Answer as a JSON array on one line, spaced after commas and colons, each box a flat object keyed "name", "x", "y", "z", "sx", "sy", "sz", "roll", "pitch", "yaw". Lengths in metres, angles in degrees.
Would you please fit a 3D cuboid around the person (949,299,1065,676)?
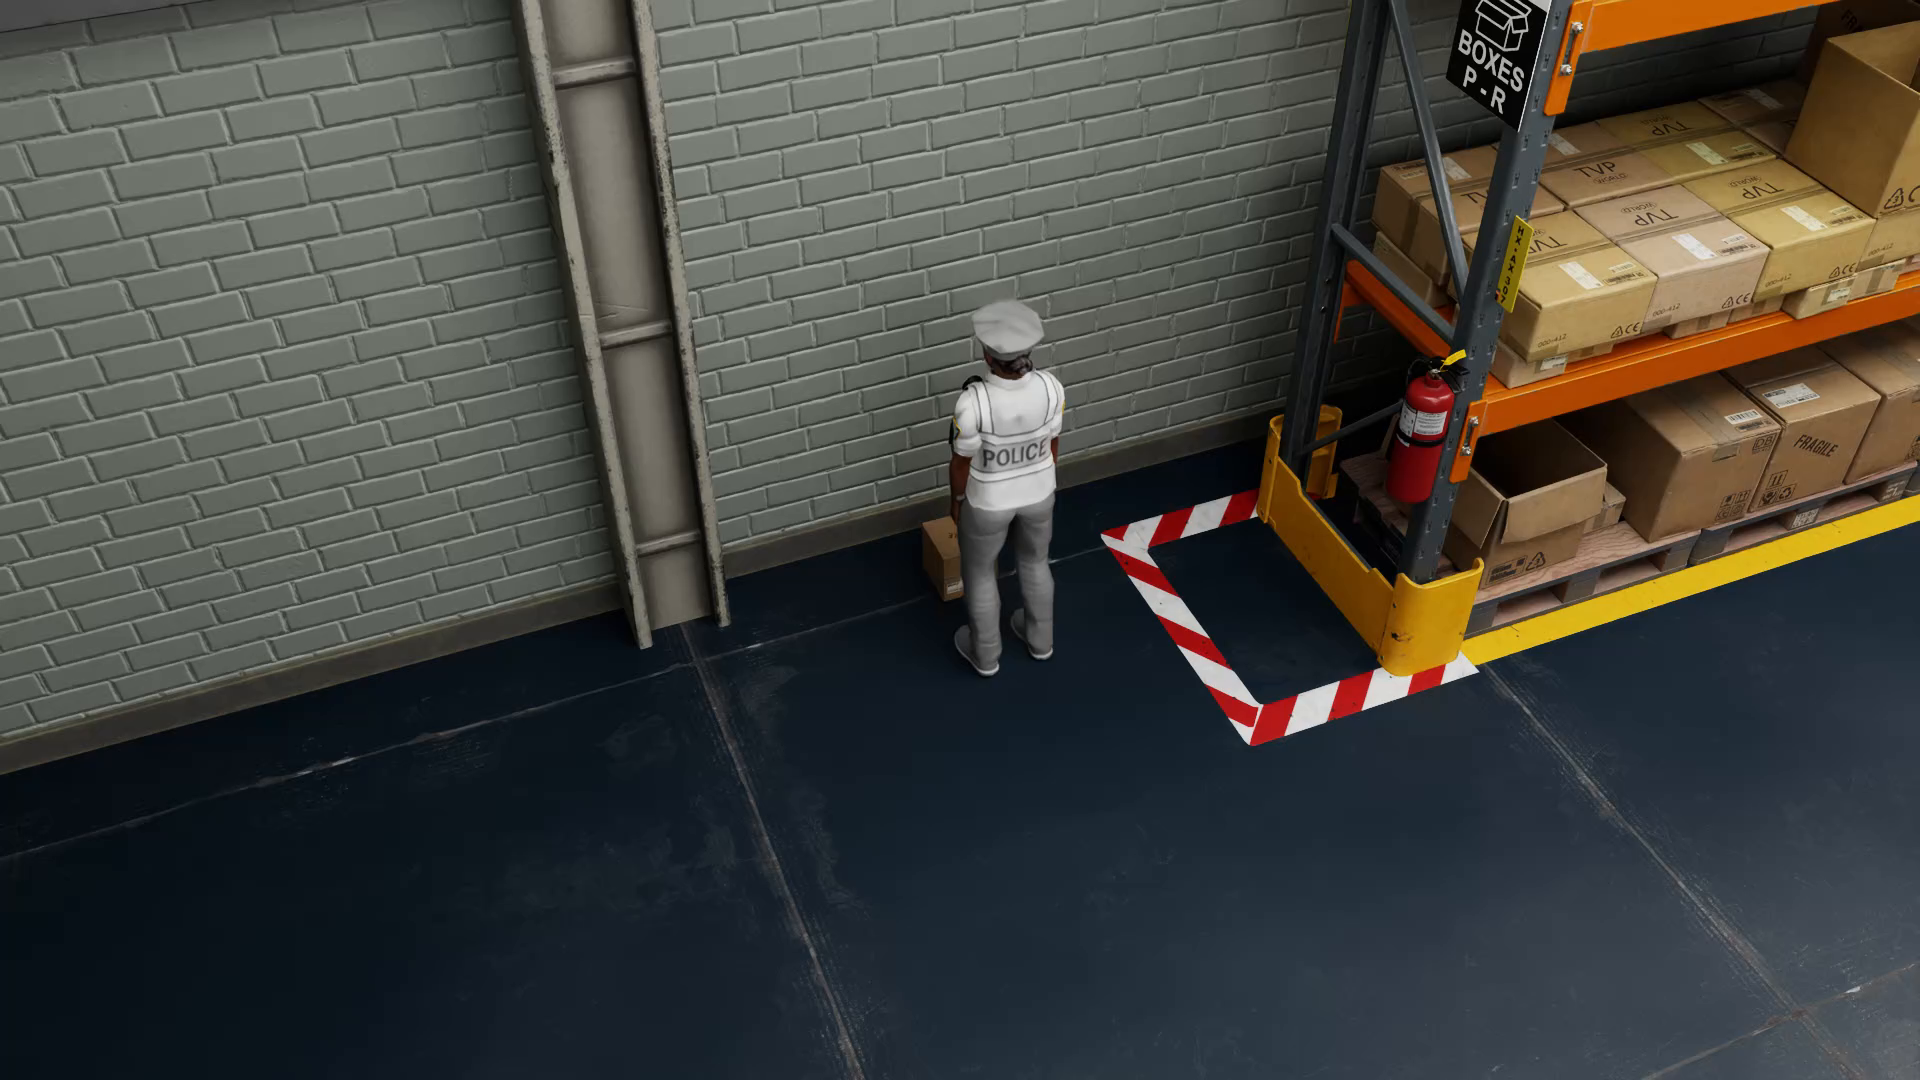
[{"name": "person", "x": 0.159, "y": -0.175, "z": 6.352, "sx": 0.437, "sy": 1.669, "sz": 0.341, "roll": -15, "pitch": 44, "yaw": -16}]
